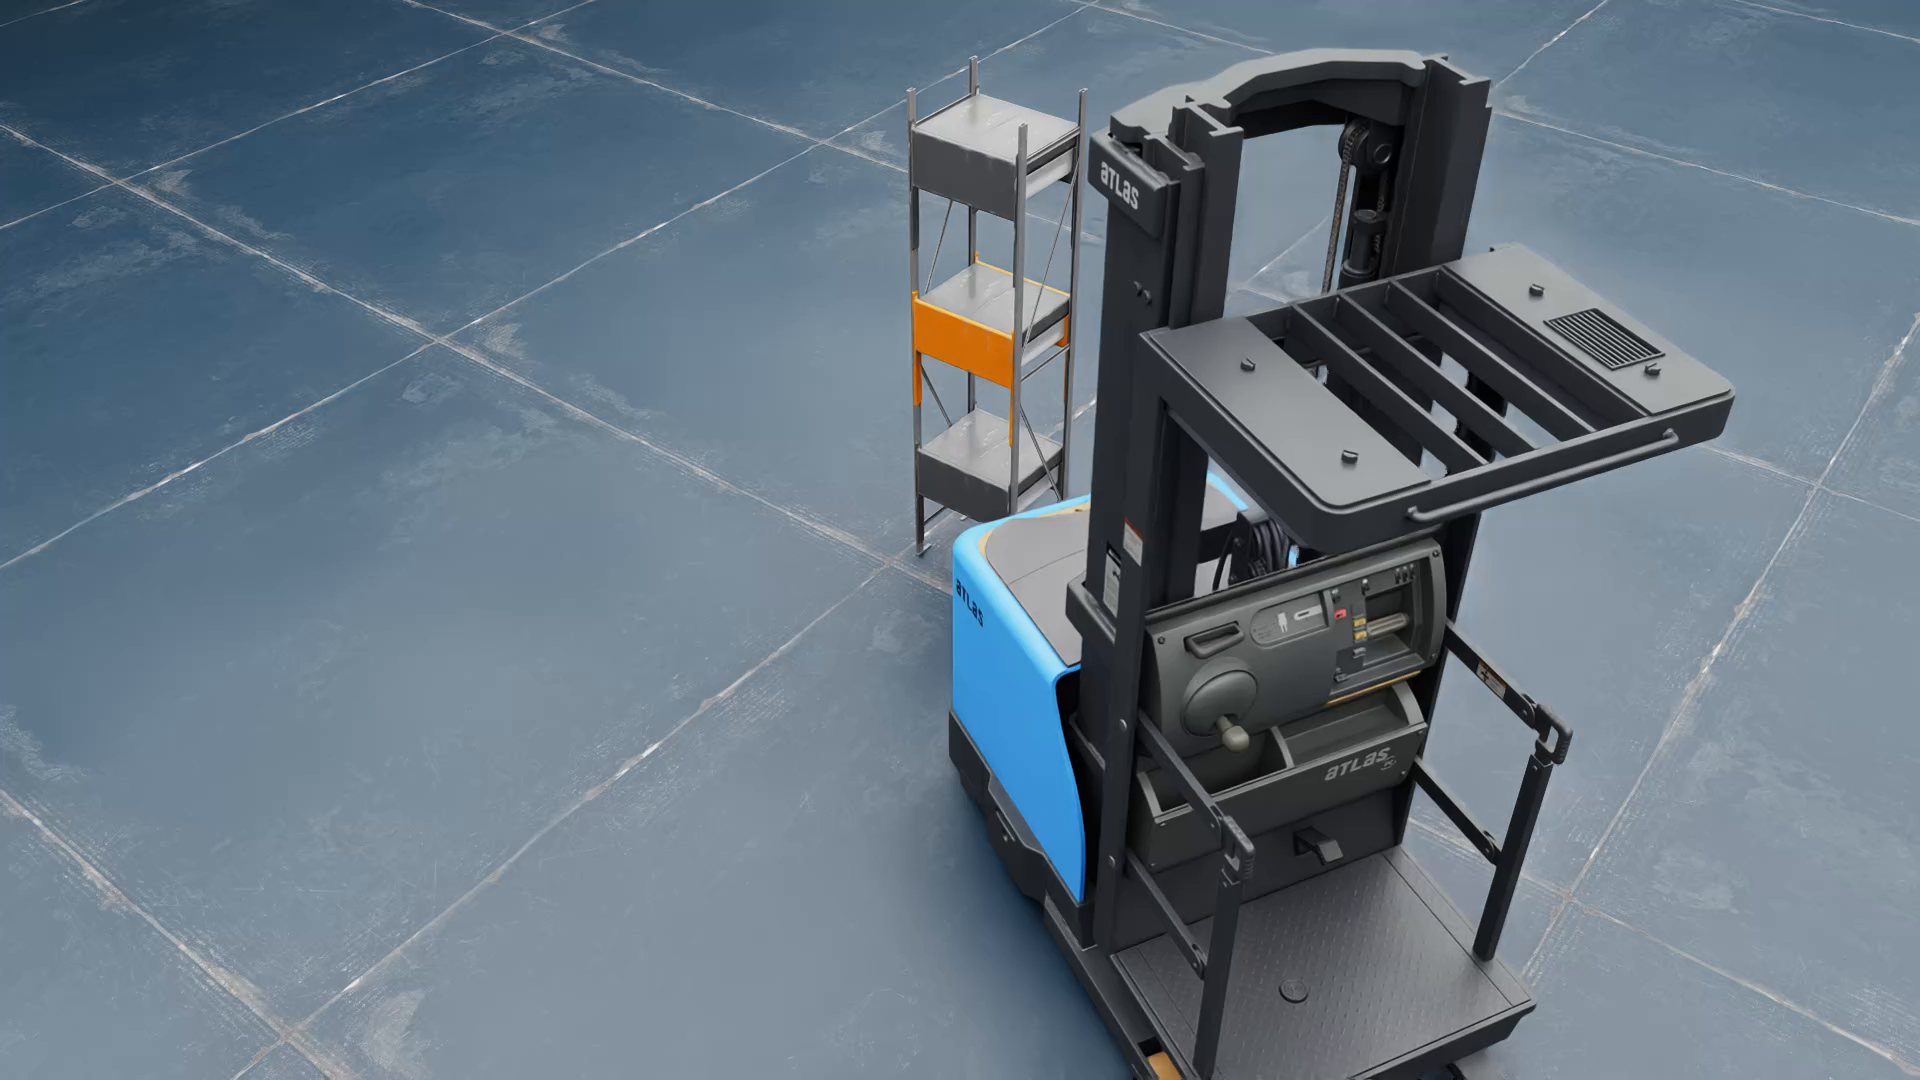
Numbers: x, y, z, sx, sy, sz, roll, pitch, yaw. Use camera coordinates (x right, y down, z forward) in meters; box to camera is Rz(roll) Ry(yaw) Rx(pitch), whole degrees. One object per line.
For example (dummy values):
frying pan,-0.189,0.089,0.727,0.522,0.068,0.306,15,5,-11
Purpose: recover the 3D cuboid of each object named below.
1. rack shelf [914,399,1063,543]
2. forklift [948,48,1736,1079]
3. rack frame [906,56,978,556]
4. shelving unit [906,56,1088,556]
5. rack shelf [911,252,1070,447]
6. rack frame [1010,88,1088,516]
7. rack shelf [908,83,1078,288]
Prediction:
rack shelf,0.131,-0.203,6.963,0.480,0.518,0.431,25,45,29
forklift,1.030,0.366,4.405,1.130,2.935,3.031,-16,41,-19
rack frame,-0.062,-0.856,6.640,0.015,2.100,0.400,25,45,29
shelving unit,0.131,-0.765,6.524,0.503,2.100,0.431,25,45,29
rack shelf,0.131,-0.754,6.532,0.480,0.518,0.431,25,45,29
rack frame,0.325,-0.673,6.407,0.015,2.100,0.400,25,45,29
rack shelf,0.131,-1.305,6.100,0.480,0.518,0.431,25,45,29
